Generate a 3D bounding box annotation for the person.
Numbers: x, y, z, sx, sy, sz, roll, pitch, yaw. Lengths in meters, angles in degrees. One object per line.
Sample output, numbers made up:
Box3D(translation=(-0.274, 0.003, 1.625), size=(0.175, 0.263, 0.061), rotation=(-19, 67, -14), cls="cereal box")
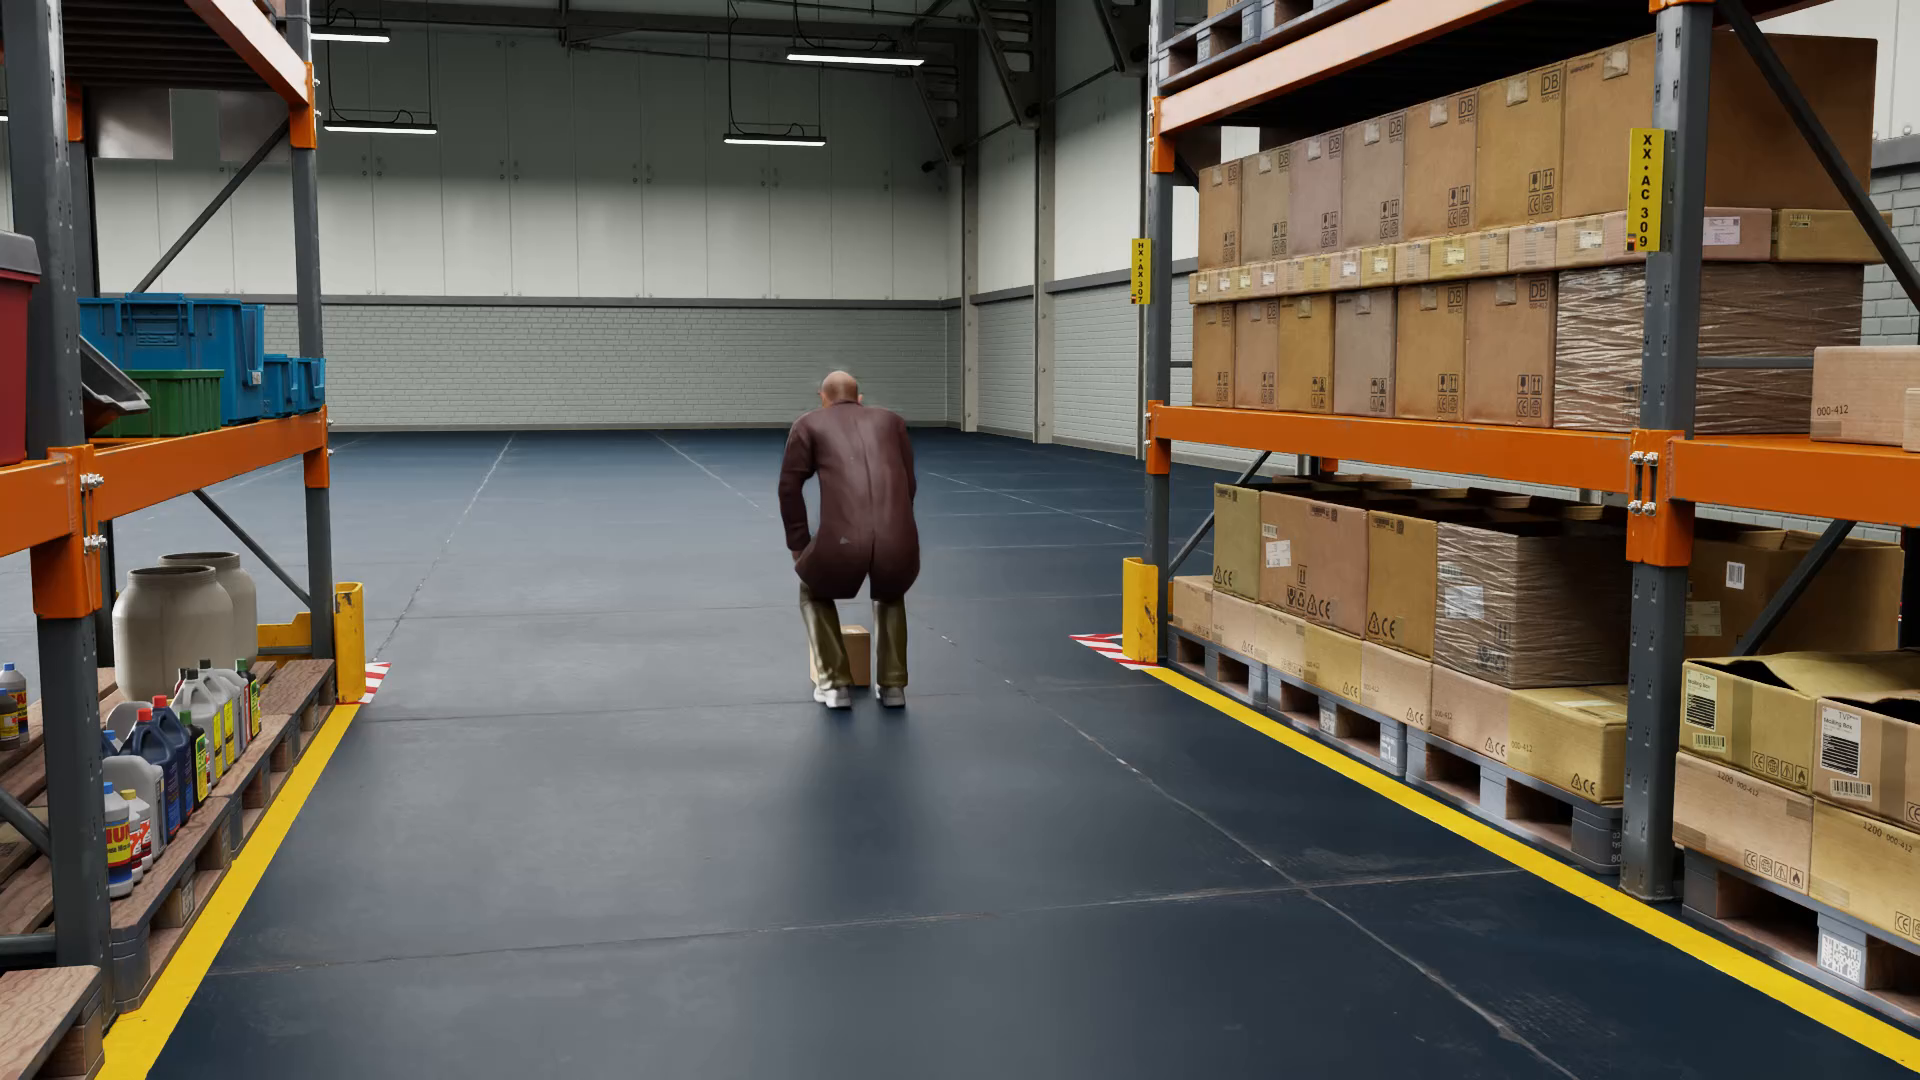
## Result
Box3D(translation=(-0.483, 0.055, 7.406), size=(0.630, 1.356, 0.680), rotation=(-1, 6, -13), cls="person")
